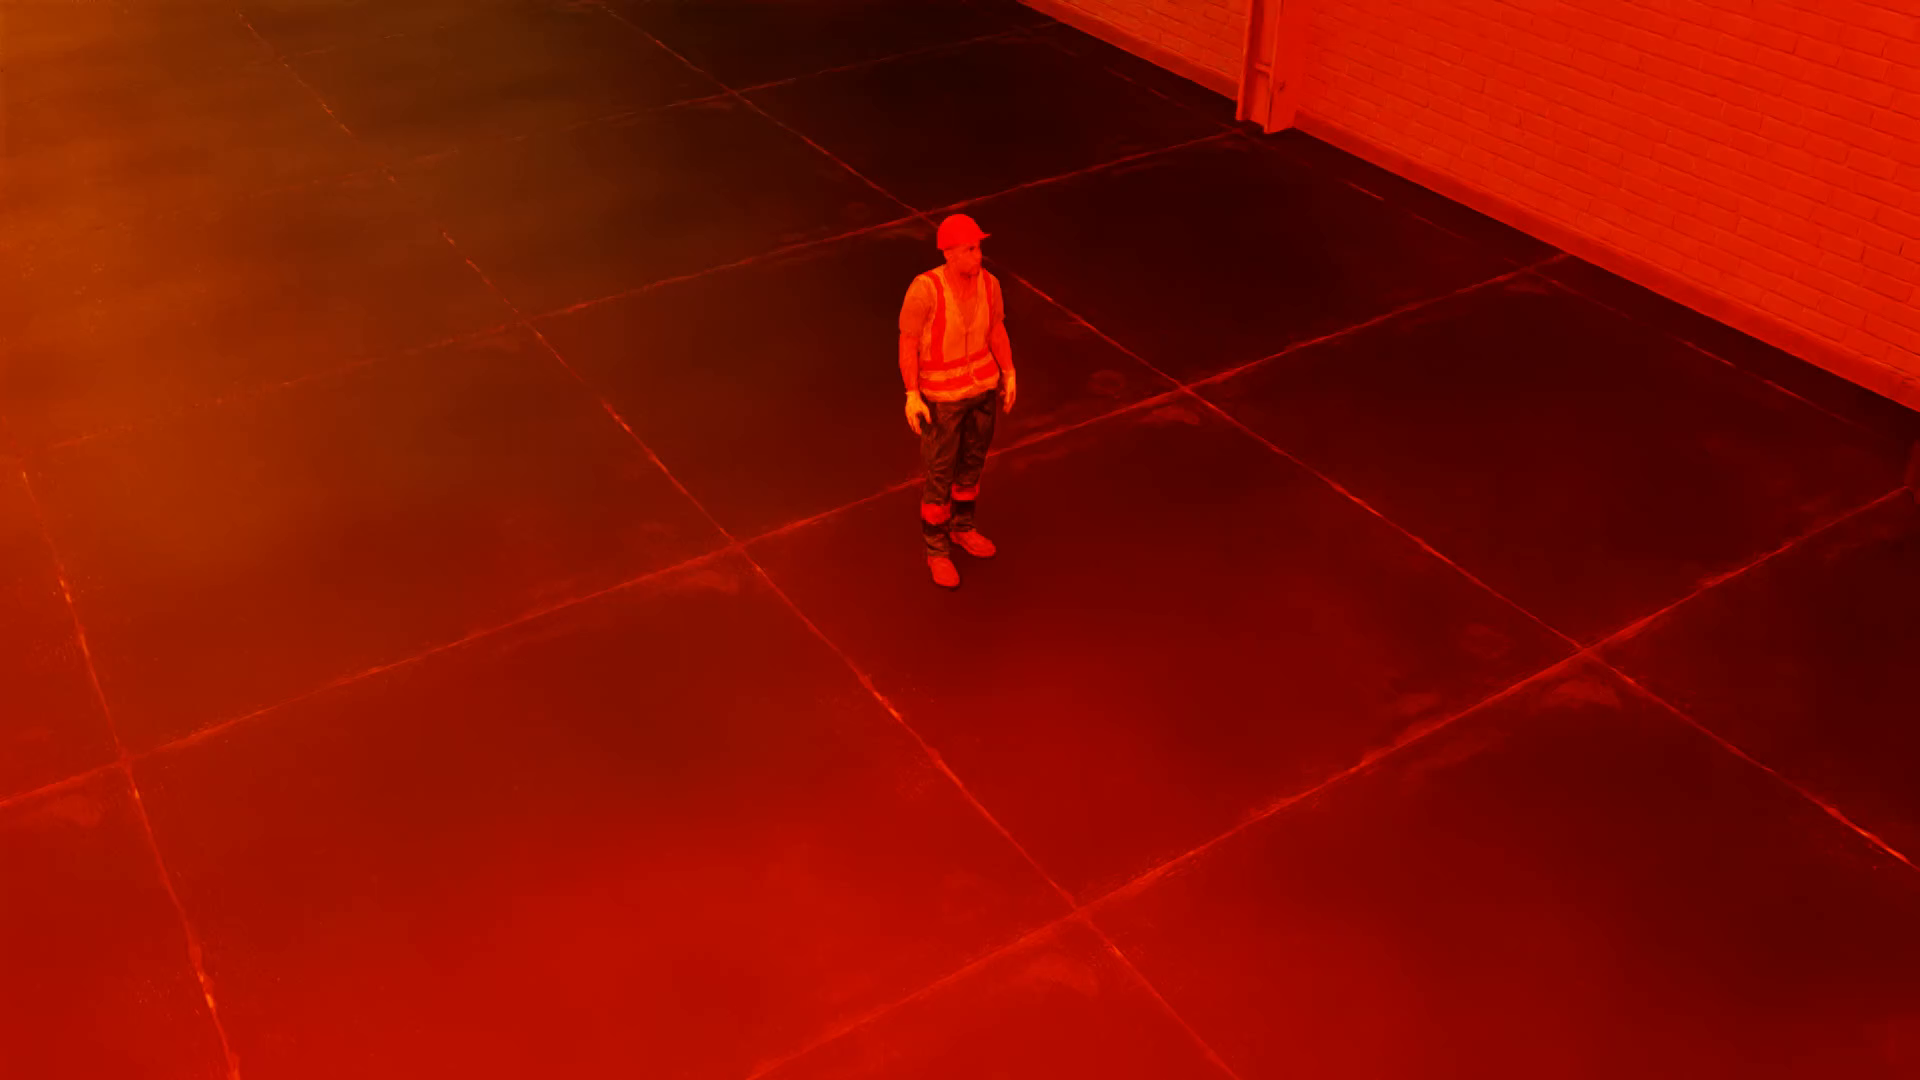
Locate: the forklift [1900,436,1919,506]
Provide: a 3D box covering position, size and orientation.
[{"bbox_3d":[5.937,-0.714,7.164,1.130,2.935,3.031,-8,36,-11],"label":"forklift"}]

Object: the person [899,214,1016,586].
[{"bbox_3d":[0.035,-0.696,8.119,0.637,1.787,0.563,-21,40,-27],"label":"person"}]
